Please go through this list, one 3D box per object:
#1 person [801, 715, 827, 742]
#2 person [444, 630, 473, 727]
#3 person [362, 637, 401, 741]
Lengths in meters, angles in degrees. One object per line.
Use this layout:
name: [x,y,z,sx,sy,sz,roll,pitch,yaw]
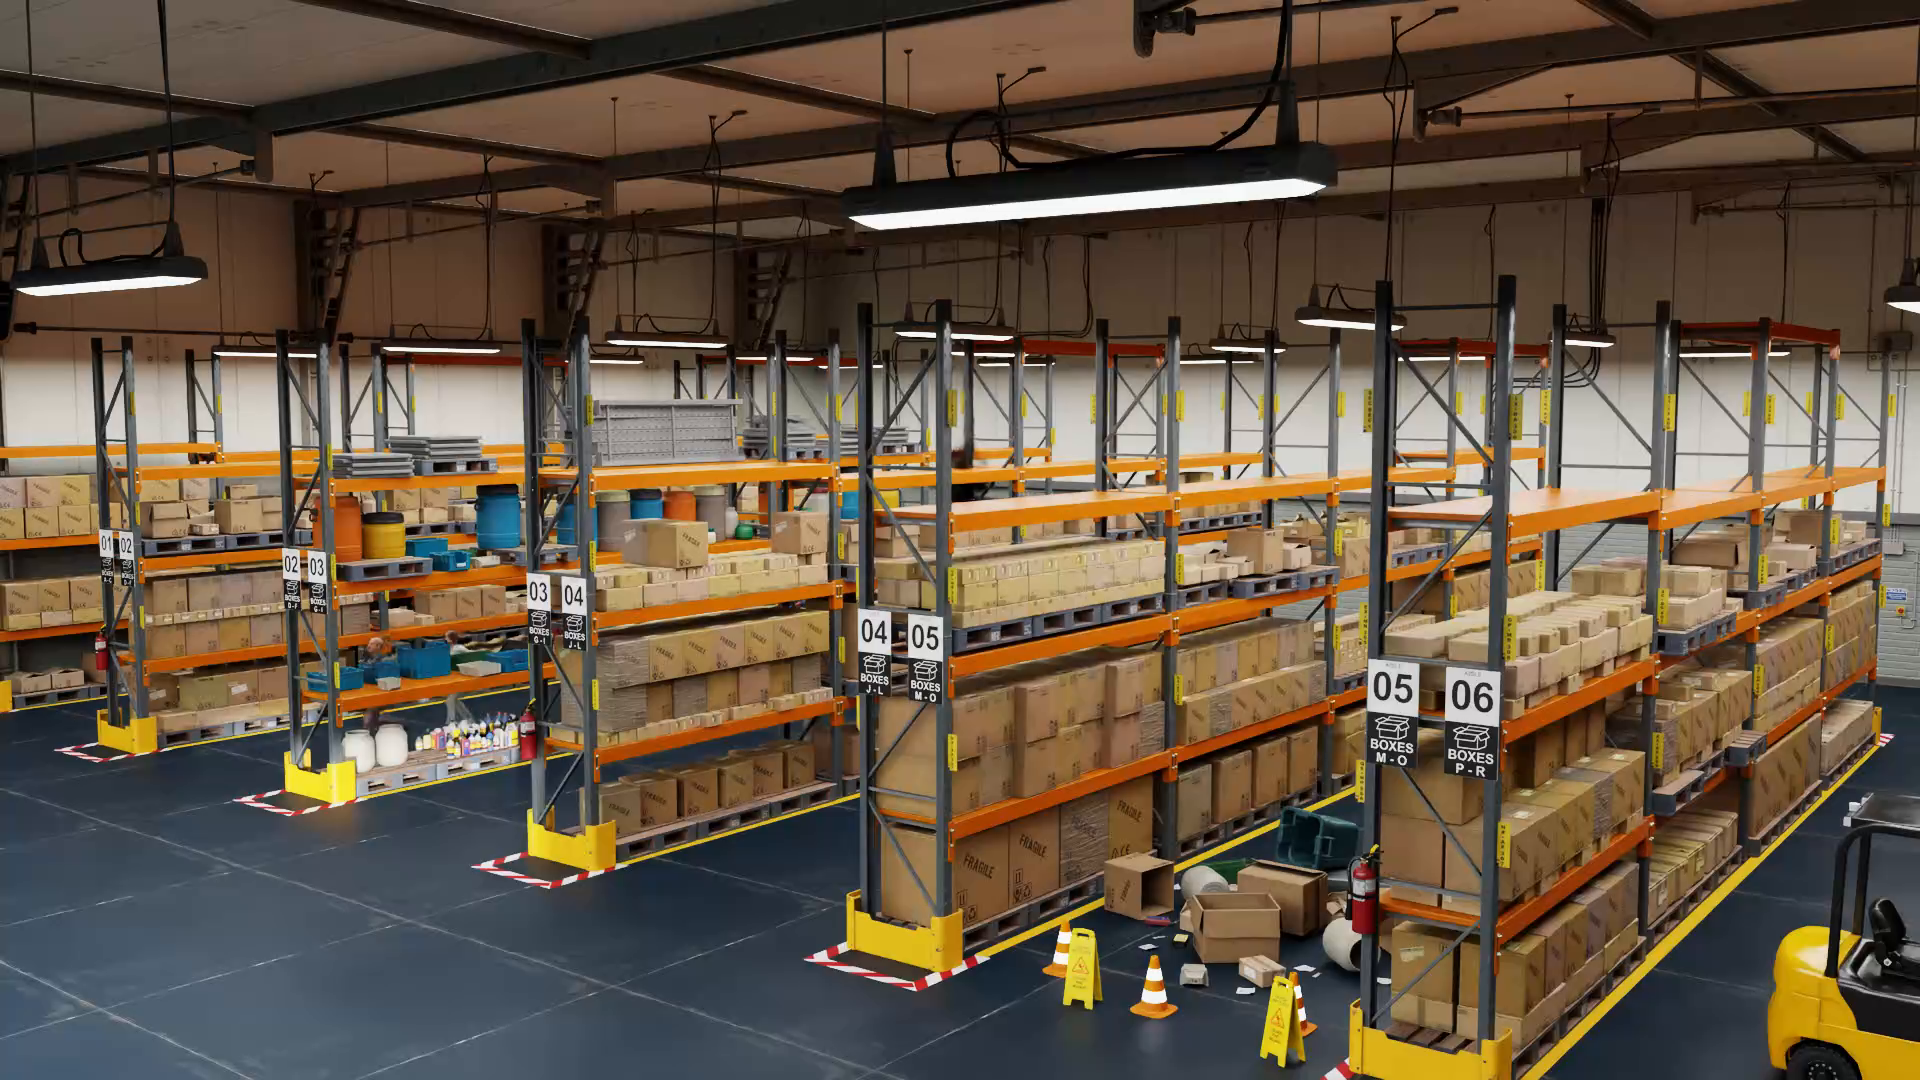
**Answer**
person: [-2.142,2.236,24.007,0.518,1.696,0.887,4,6,37]
person: [-7.661,2.172,25.200,0.565,1.606,0.778,2,5,25]
person: [-8.348,2.250,23.879,0.662,1.719,0.864,4,6,37]
